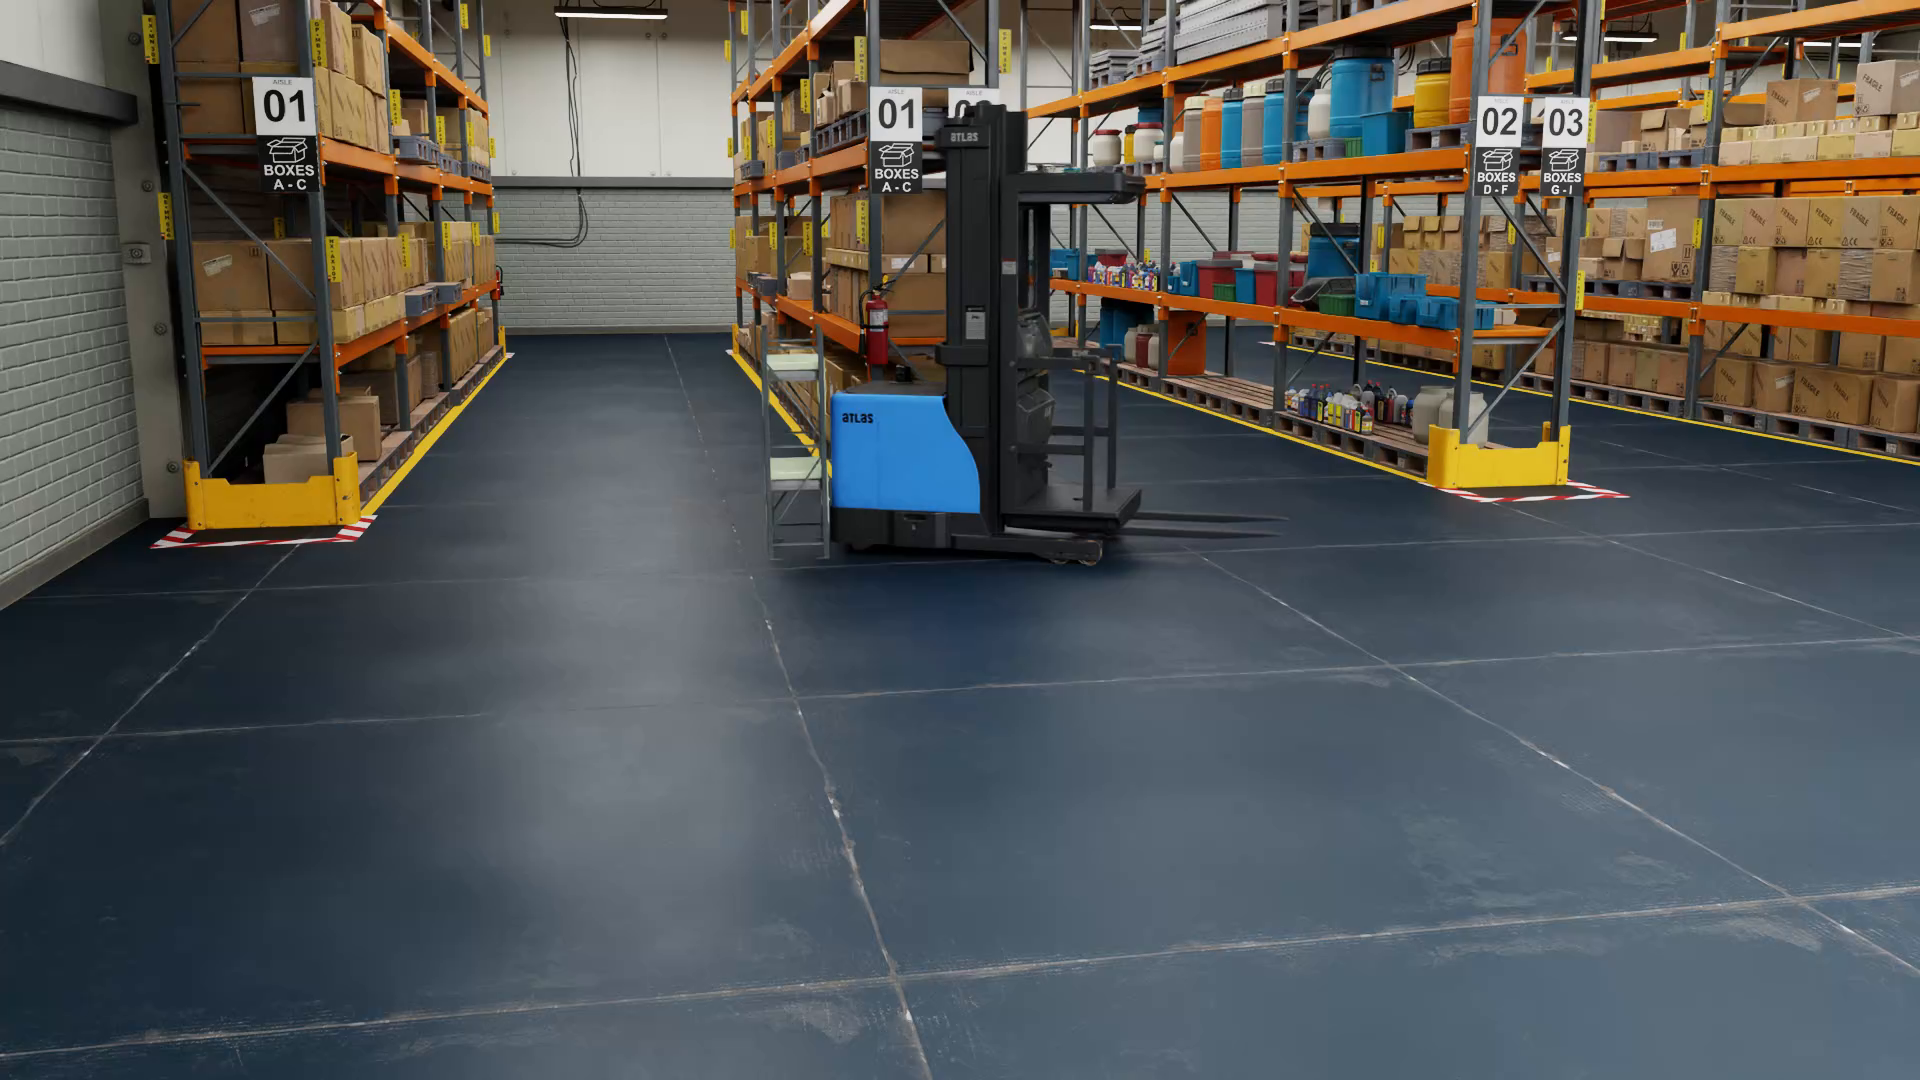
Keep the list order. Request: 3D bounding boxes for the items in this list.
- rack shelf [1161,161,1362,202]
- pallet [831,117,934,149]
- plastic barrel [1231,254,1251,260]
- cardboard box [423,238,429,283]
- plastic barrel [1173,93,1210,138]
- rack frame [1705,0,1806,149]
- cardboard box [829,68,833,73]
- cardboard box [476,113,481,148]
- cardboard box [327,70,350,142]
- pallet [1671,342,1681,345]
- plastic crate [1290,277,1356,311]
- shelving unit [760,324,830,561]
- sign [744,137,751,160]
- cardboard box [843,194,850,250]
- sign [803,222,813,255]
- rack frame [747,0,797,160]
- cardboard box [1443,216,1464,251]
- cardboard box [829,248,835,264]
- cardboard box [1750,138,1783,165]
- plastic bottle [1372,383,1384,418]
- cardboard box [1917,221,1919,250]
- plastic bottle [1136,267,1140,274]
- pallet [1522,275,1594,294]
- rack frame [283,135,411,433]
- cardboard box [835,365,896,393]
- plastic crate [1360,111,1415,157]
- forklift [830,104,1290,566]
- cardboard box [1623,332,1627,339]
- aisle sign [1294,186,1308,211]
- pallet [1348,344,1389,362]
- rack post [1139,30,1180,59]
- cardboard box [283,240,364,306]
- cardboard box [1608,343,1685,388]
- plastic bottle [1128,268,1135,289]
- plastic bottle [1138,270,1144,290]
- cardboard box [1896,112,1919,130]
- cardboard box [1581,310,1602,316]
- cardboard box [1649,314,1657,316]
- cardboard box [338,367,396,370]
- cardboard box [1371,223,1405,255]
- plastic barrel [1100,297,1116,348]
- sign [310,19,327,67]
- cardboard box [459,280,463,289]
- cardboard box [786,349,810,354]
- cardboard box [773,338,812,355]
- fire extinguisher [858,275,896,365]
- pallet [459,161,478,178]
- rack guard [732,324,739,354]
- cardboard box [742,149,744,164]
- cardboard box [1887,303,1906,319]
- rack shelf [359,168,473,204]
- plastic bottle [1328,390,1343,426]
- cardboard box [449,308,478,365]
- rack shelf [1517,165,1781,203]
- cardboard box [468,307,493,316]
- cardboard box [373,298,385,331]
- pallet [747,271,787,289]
[{"bbox_3d":[3.487,-4.165,19.458,1.077,0.370,4.000,-2,11,-11],"label":"rack shelf"},{"bbox_3d":[-0.559,-3.550,14.539,1.003,0.211,1.213,-2,11,-11],"label":"pallet"},{"bbox_3d":[3.507,-3.286,20.638,0.421,0.512,0.421,0,11,0],"label":"plastic barrel"},{"bbox_3d":[-6.519,-3.231,19.204,0.700,0.500,0.500,-3,11,-18],"label":"cardboard box"},{"bbox_3d":[2.990,-5.407,21.786,0.600,0.830,0.708,-2,11,-11],"label":"plastic barrel"},{"bbox_3d":[8.734,-5.805,18.129,1.000,3.000,0.127,-2,11,-11],"label":"rack frame"},{"bbox_3d":[-1.065,-4.588,17.027,0.500,0.500,0.500,-2,11,-10],"label":"cardboard box"},{"bbox_3d":[-7.469,-6.134,24.885,0.500,0.500,0.500,-2,11,-11],"label":"cardboard box"},{"bbox_3d":[-4.953,-3.287,12.599,0.500,0.500,0.500,-1,11,-7],"label":"cardboard box"},{"bbox_3d":[11.898,-3.239,28.151,1.003,0.211,1.213,-2,11,-11],"label":"pallet"},{"bbox_3d":[3.853,-2.547,17.221,0.767,0.338,0.504,-2,11,-11],"label":"plastic crate"},{"bbox_3d":[-1.114,-0.675,11.218,0.431,1.500,0.755,-2,11,-6],"label":"shelving unit"},{"bbox_3d":[-3.070,-5.672,24.070,0.100,0.325,0.005,-2,11,-11],"label":"sign"},{"bbox_3d":[-0.695,-2.919,15.275,0.700,0.500,0.500,-2,11,-11],"label":"cardboard box"},{"bbox_3d":[-1.514,-3.007,16.587,0.100,0.325,0.005,-2,11,-11],"label":"sign"},{"bbox_3d":[-2.540,-6.913,23.949,1.000,3.000,0.127,-2,11,-11],"label":"rack frame"},{"bbox_3d":[7.569,-4.511,24.423,0.797,0.503,0.637,-2,11,-9],"label":"cardboard box"},{"bbox_3d":[-1.072,-2.764,16.194,0.380,0.149,0.250,-2,11,-10],"label":"cardboard box"},{"bbox_3d":[8.678,-4.069,17.433,0.500,0.250,0.500,-2,11,-12],"label":"cardboard box"},{"bbox_3d":[4.321,-1.450,17.200,0.144,0.351,0.185,-3,11,-14],"label":"plastic bottle"},{"bbox_3d":[9.163,-2.903,15.188,0.500,0.500,0.500,-2,11,-11],"label":"cardboard box"},{"bbox_3d":[2.484,-3.662,23.225,0.061,0.283,0.133,-2,11,-11],"label":"plastic bottle"},{"bbox_3d":[8.199,-3.371,21.896,1.213,0.211,1.003,-2,11,-11],"label":"pallet"},{"bbox_3d":[-5.842,-2.318,15.851,1.000,3.000,0.127,-2,11,-11],"label":"rack frame"},{"bbox_3d":[-0.811,-1.259,14.515,0.500,0.500,0.500,-2,11,-11],"label":"cardboard box"},{"bbox_3d":[3.988,-3.749,15.391,0.392,0.384,0.575,-2,11,-11],"label":"plastic crate"},{"bbox_3d":[0.692,-1.381,11.115,3.031,2.935,1.130,3,11,14],"label":"forklift"},{"bbox_3d":[11.637,-3.502,28.575,0.380,0.149,0.250,-2,11,-12],"label":"cardboard box"},{"bbox_3d":[6.092,-6.338,30.023,0.394,0.787,0.004,-2,11,-11],"label":"aisle sign"},{"bbox_3d":[7.107,-3.098,27.408,1.003,0.211,1.213,-2,11,-11],"label":"pallet"},{"bbox_3d":[2.917,-6.453,21.735,0.954,0.300,0.937,-2,11,-11],"label":"rack post"},{"bbox_3d":[-4.948,-2.078,12.934,0.500,0.500,0.500,-2,11,-11],"label":"cardboard box"},{"bbox_3d":[8.452,-2.150,20.481,0.700,0.500,0.500,-3,11,-16],"label":"cardboard box"},{"bbox_3d":[2.378,-3.623,23.019,0.061,0.283,0.133,-2,11,-11],"label":"plastic bottle"},{"bbox_3d":[2.476,-3.543,22.631,0.097,0.271,0.097,0,11,0],"label":"plastic bottle"},{"bbox_3d":[8.984,-3.903,15.493,0.380,0.149,0.250,-2,11,-11],"label":"cardboard box"},{"bbox_3d":[11.323,-4.020,29.704,0.380,0.149,0.250,-2,11,-9],"label":"cardboard box"},{"bbox_3d":[12.033,-3.800,28.551,0.380,0.149,0.250,-2,11,-12],"label":"cardboard box"},{"bbox_3d":[-6.151,-1.533,17.238,0.700,0.500,0.500,-2,11,-12],"label":"cardboard box"},{"bbox_3d":[6.827,-4.841,26.707,0.500,0.500,0.500,-2,11,-9],"label":"cardboard box"},{"bbox_3d":[2.409,-3.220,25.082,0.600,0.901,0.708,-2,11,-11],"label":"plastic barrel"},{"bbox_3d":[-4.532,-3.507,11.738,0.100,0.325,0.005,-2,11,-11],"label":"sign"},{"bbox_3d":[-6.885,-3.432,22.322,0.380,0.149,0.250,-2,11,-11],"label":"cardboard box"},{"bbox_3d":[-1.740,-2.067,19.264,0.500,0.311,0.500,-2,11,-13],"label":"cardboard box"},{"bbox_3d":[-2.174,-2.383,21.705,0.500,0.500,0.500,-2,11,-9],"label":"cardboard box"},{"bbox_3d":[-0.638,-1.688,12.751,0.296,0.674,0.183,-2,11,-11],"label":"fire extinguisher"},{"bbox_3d":[-7.547,-5.365,24.078,1.003,0.211,1.213,-2,11,-11],"label":"pallet"},{"bbox_3d":[-3.303,-3.458,28.525,1.175,0.500,0.348,-2,11,-11],"label":"rack guard"},{"bbox_3d":[-3.089,-5.874,25.578,0.500,0.250,0.500,-2,11,-11],"label":"cardboard box"},{"bbox_3d":[9.074,-2.182,15.811,0.380,0.149,0.250,-2,11,-11],"label":"cardboard box"},{"bbox_3d":[-7.009,-4.538,21.420,1.077,0.370,4.000,-2,11,-11],"label":"rack shelf"},{"bbox_3d":[3.745,-1.317,16.502,0.144,0.351,0.185,-2,11,-11],"label":"plastic bottle"},{"bbox_3d":[-7.144,-2.821,23.120,0.750,0.750,0.750,-2,11,-10],"label":"cardboard box"},{"bbox_3d":[8.345,-4.345,20.404,1.077,0.370,4.000,-2,11,-11],"label":"rack shelf"},{"bbox_3d":[-7.738,-3.674,26.804,0.380,0.149,0.250,-2,11,-12],"label":"cardboard box"},{"bbox_3d":[-5.152,-1.902,14.017,0.500,0.250,0.500,-2,11,-10],"label":"cardboard box"},{"bbox_3d":[-2.491,-3.721,23.737,1.003,0.211,1.213,-2,11,-11],"label":"pallet"}]
